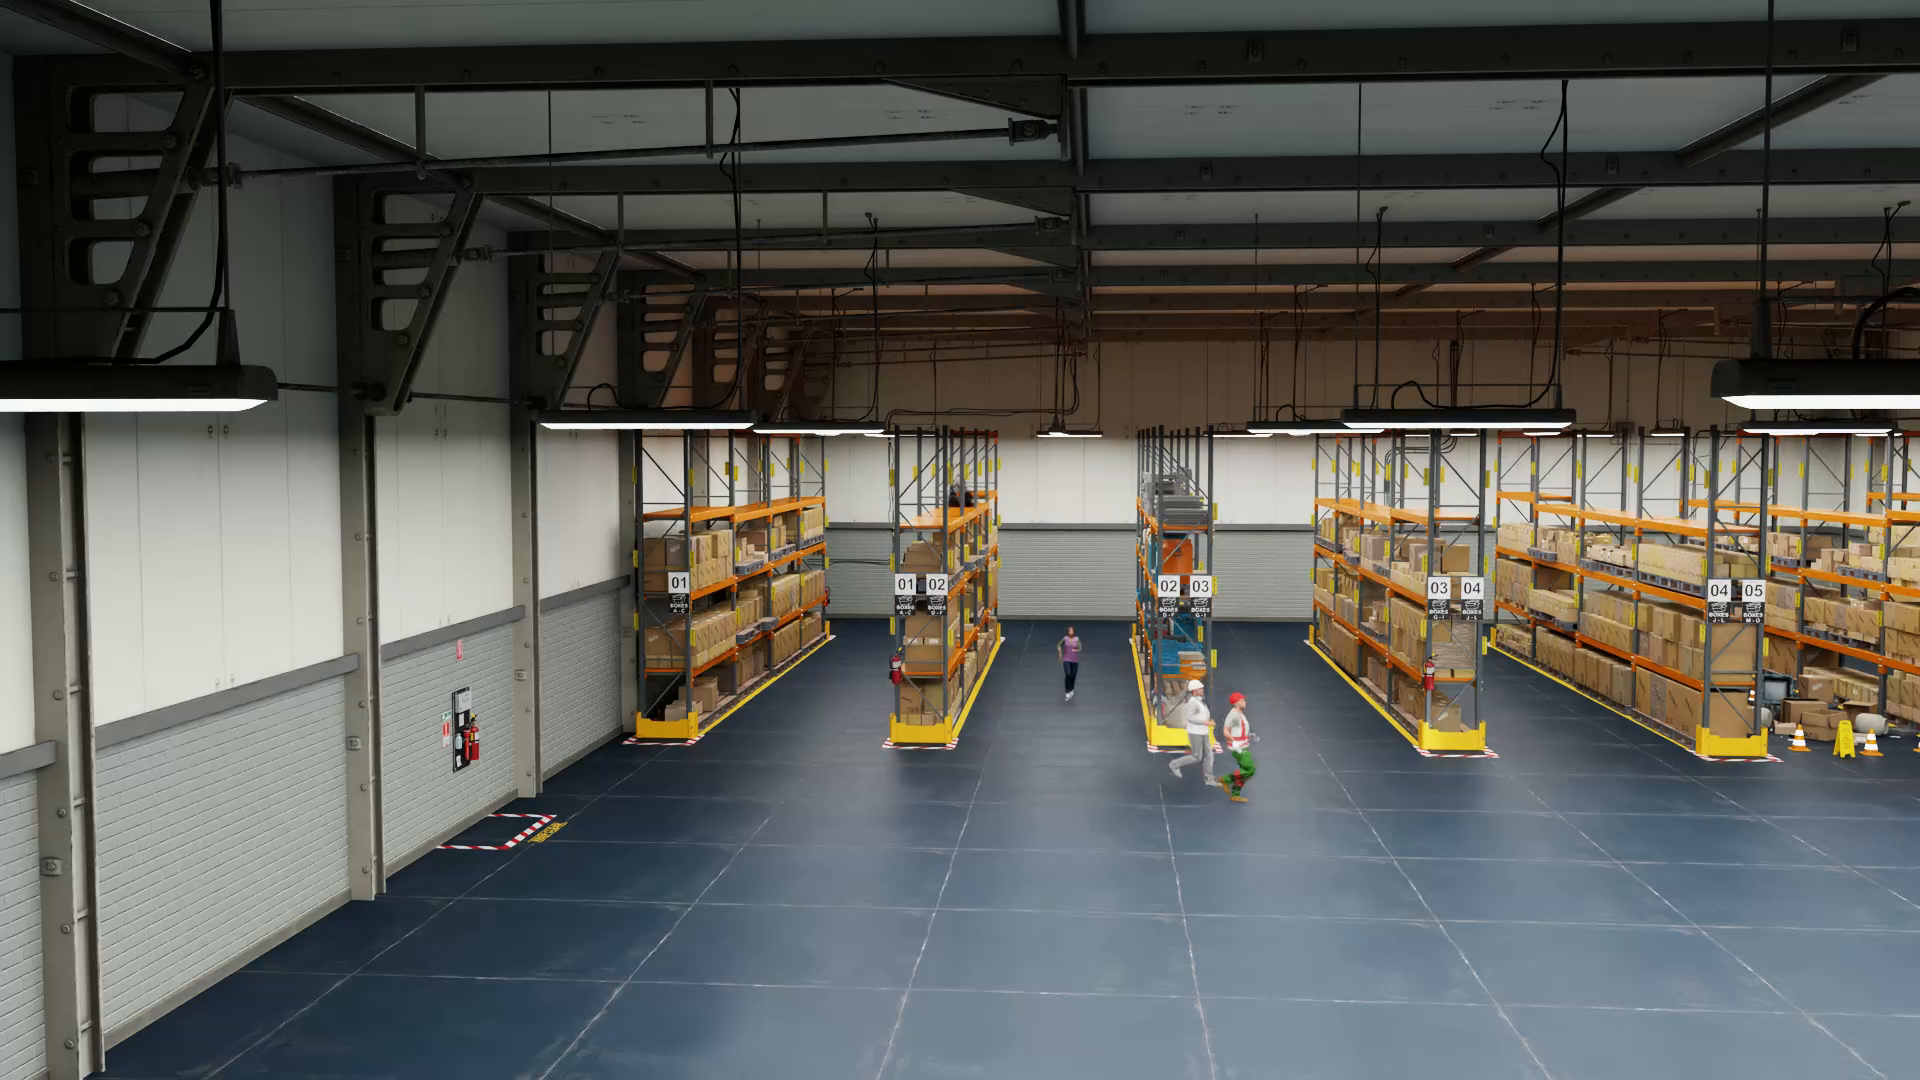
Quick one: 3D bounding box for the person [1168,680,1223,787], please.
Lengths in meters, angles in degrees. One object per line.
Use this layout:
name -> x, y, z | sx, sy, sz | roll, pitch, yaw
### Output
person -> 3.914, 3.185, 27.490 | 0.904, 1.758, 0.660 | 2, 4, 25

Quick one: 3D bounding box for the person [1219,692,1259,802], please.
person -> 4.412, 3.273, 26.266 | 0.594, 1.735, 0.657 | 1, 4, 19

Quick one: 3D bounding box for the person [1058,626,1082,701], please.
person -> 2.435, 2.715, 36.719 | 0.503, 1.644, 0.710 | 0, 3, -6
